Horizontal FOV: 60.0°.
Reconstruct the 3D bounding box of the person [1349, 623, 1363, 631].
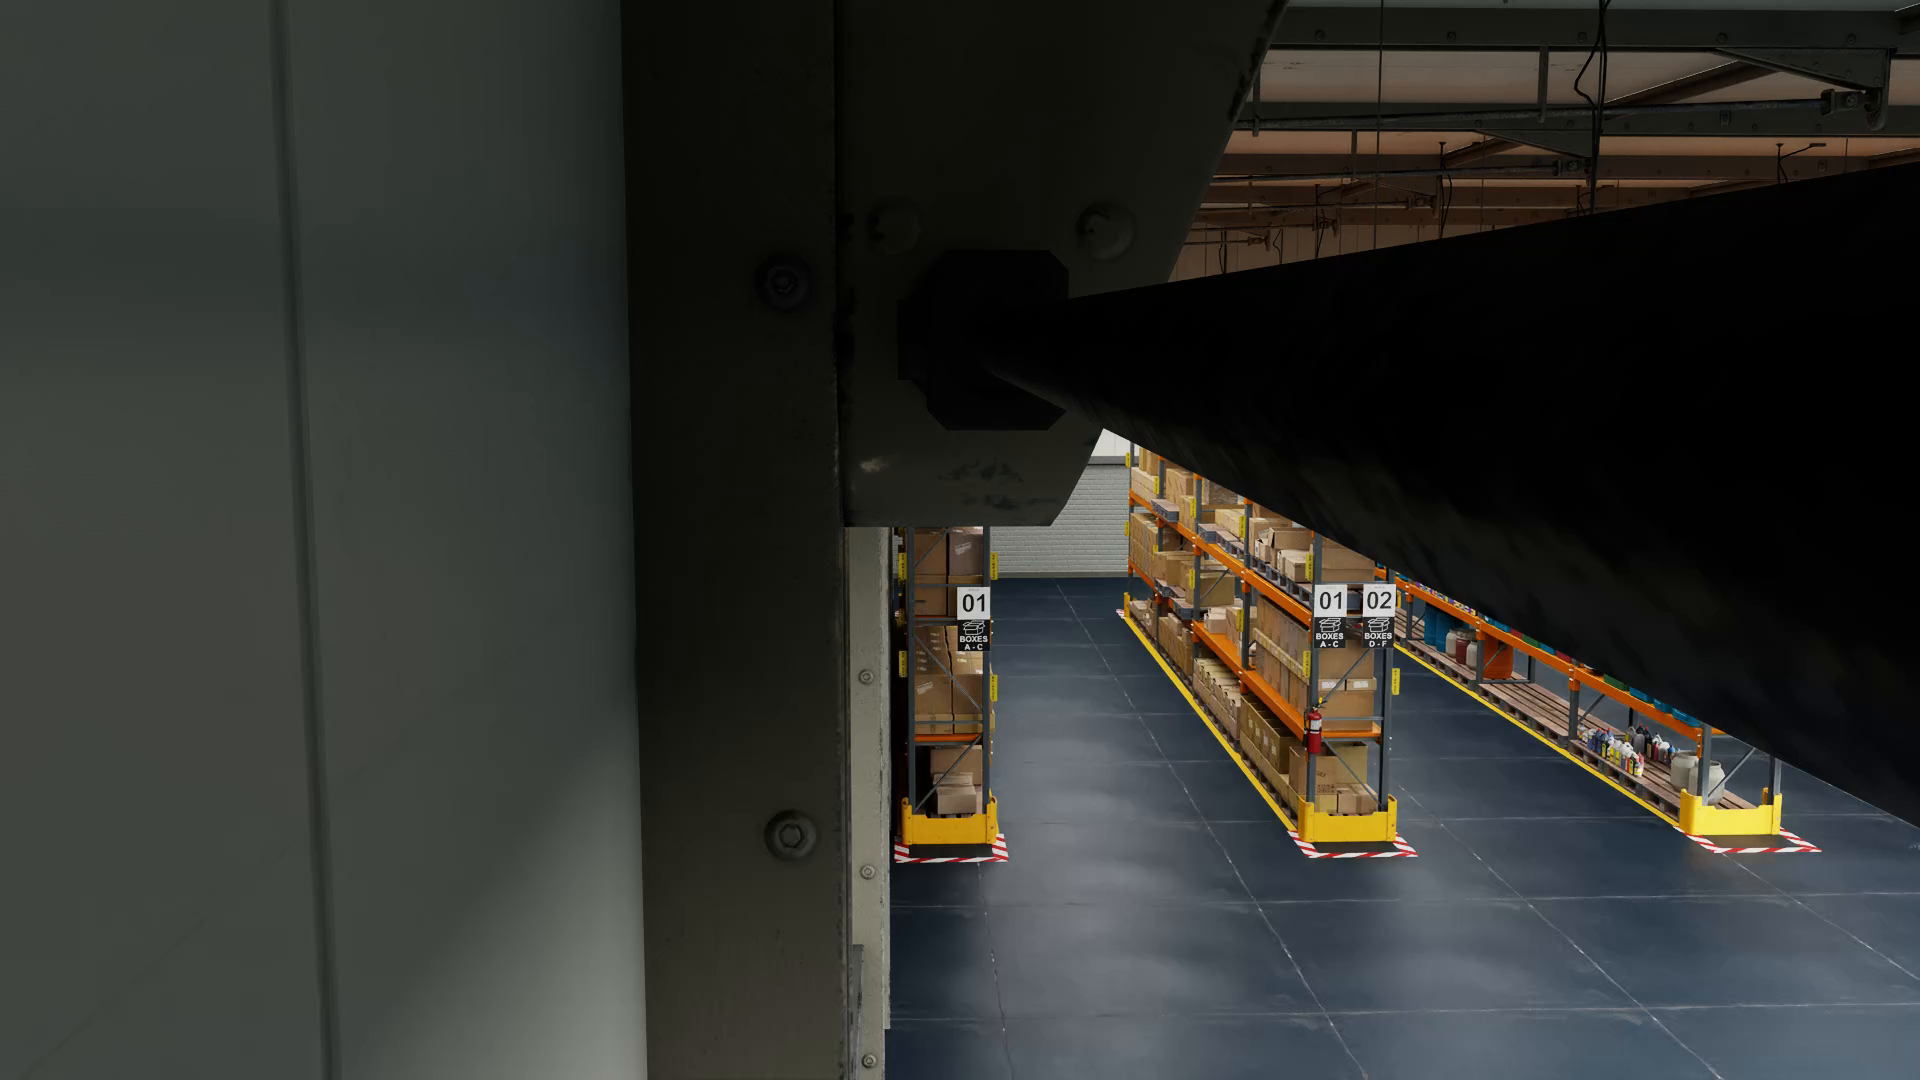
[{"bbox_3d":[7.036,1.718,29.561,0.661,1.672,0.565,-2,7,-12],"label":"person"}]
